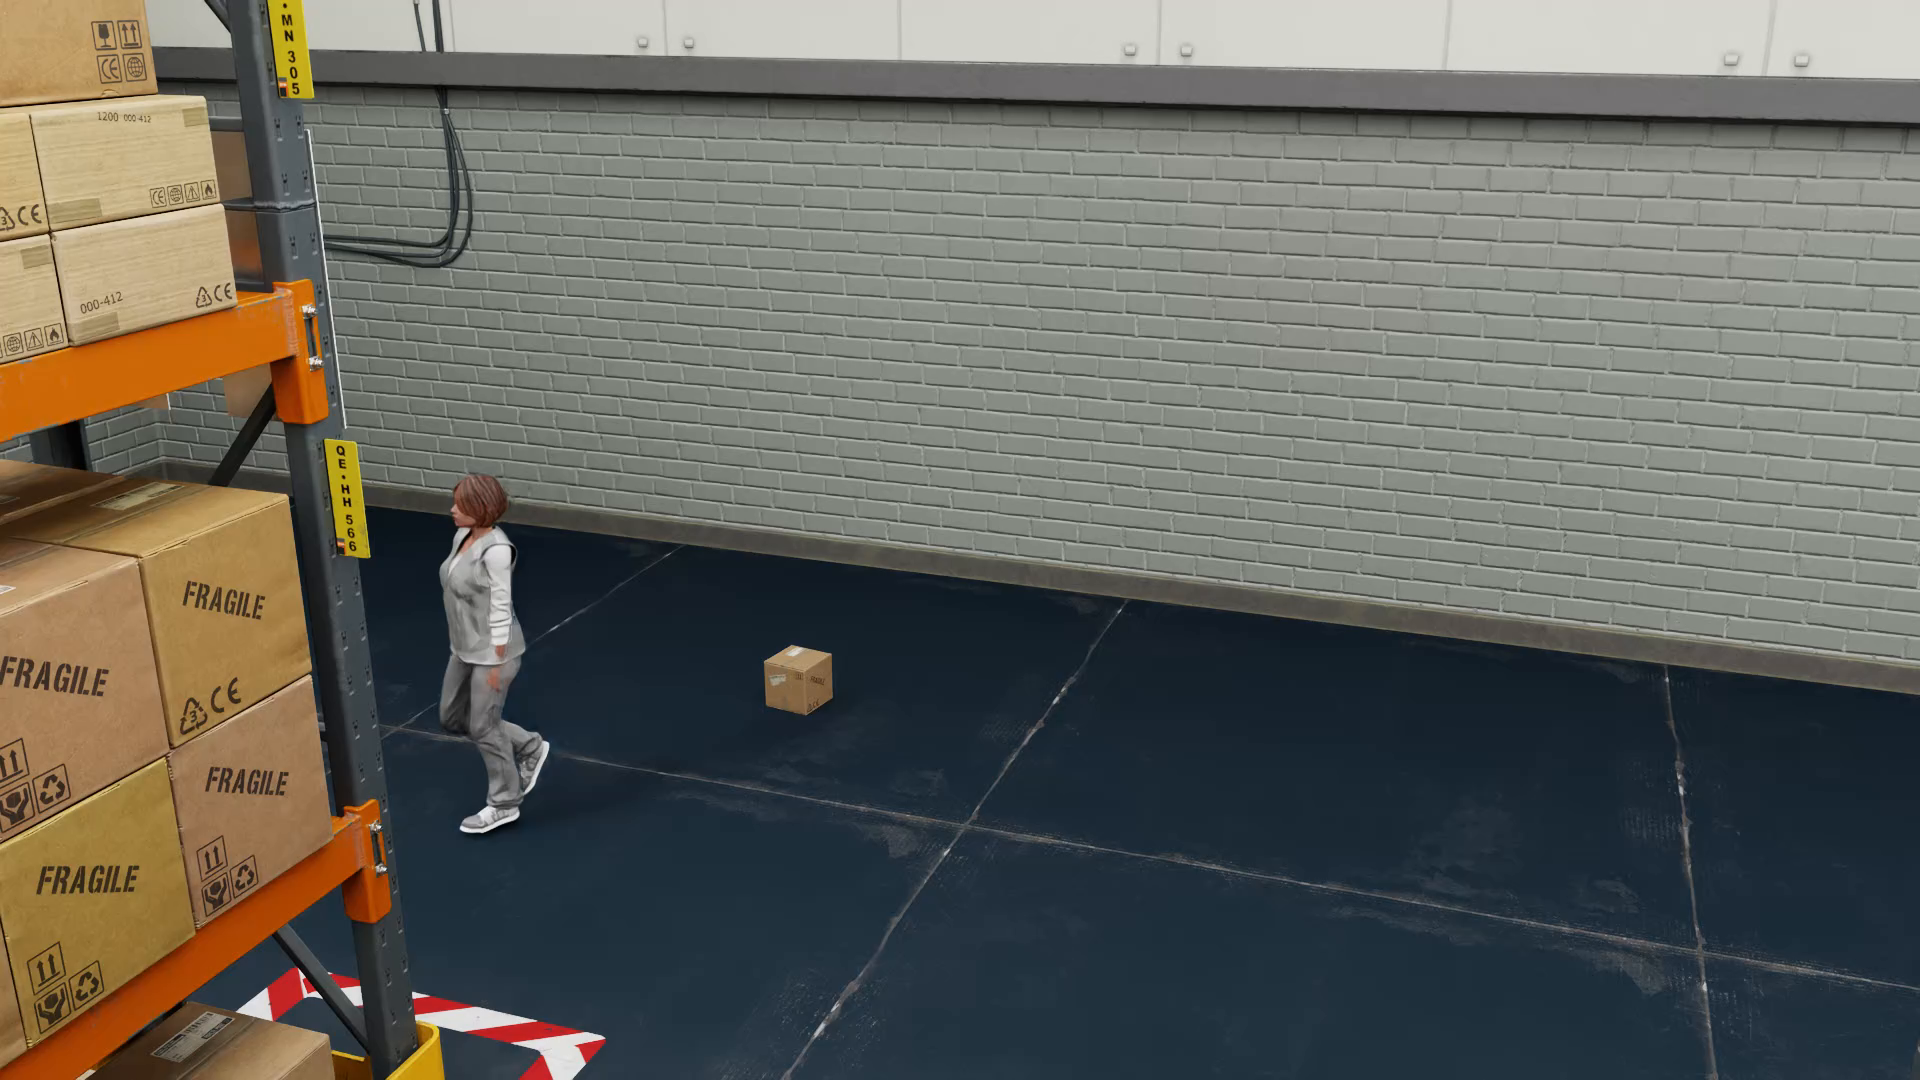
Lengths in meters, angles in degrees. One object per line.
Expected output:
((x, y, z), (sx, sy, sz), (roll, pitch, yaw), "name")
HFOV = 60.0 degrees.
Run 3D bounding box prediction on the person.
((-2.004, 0.567, 7.140), (0.429, 1.271, 0.406), (-14, 23, -34), "person")
